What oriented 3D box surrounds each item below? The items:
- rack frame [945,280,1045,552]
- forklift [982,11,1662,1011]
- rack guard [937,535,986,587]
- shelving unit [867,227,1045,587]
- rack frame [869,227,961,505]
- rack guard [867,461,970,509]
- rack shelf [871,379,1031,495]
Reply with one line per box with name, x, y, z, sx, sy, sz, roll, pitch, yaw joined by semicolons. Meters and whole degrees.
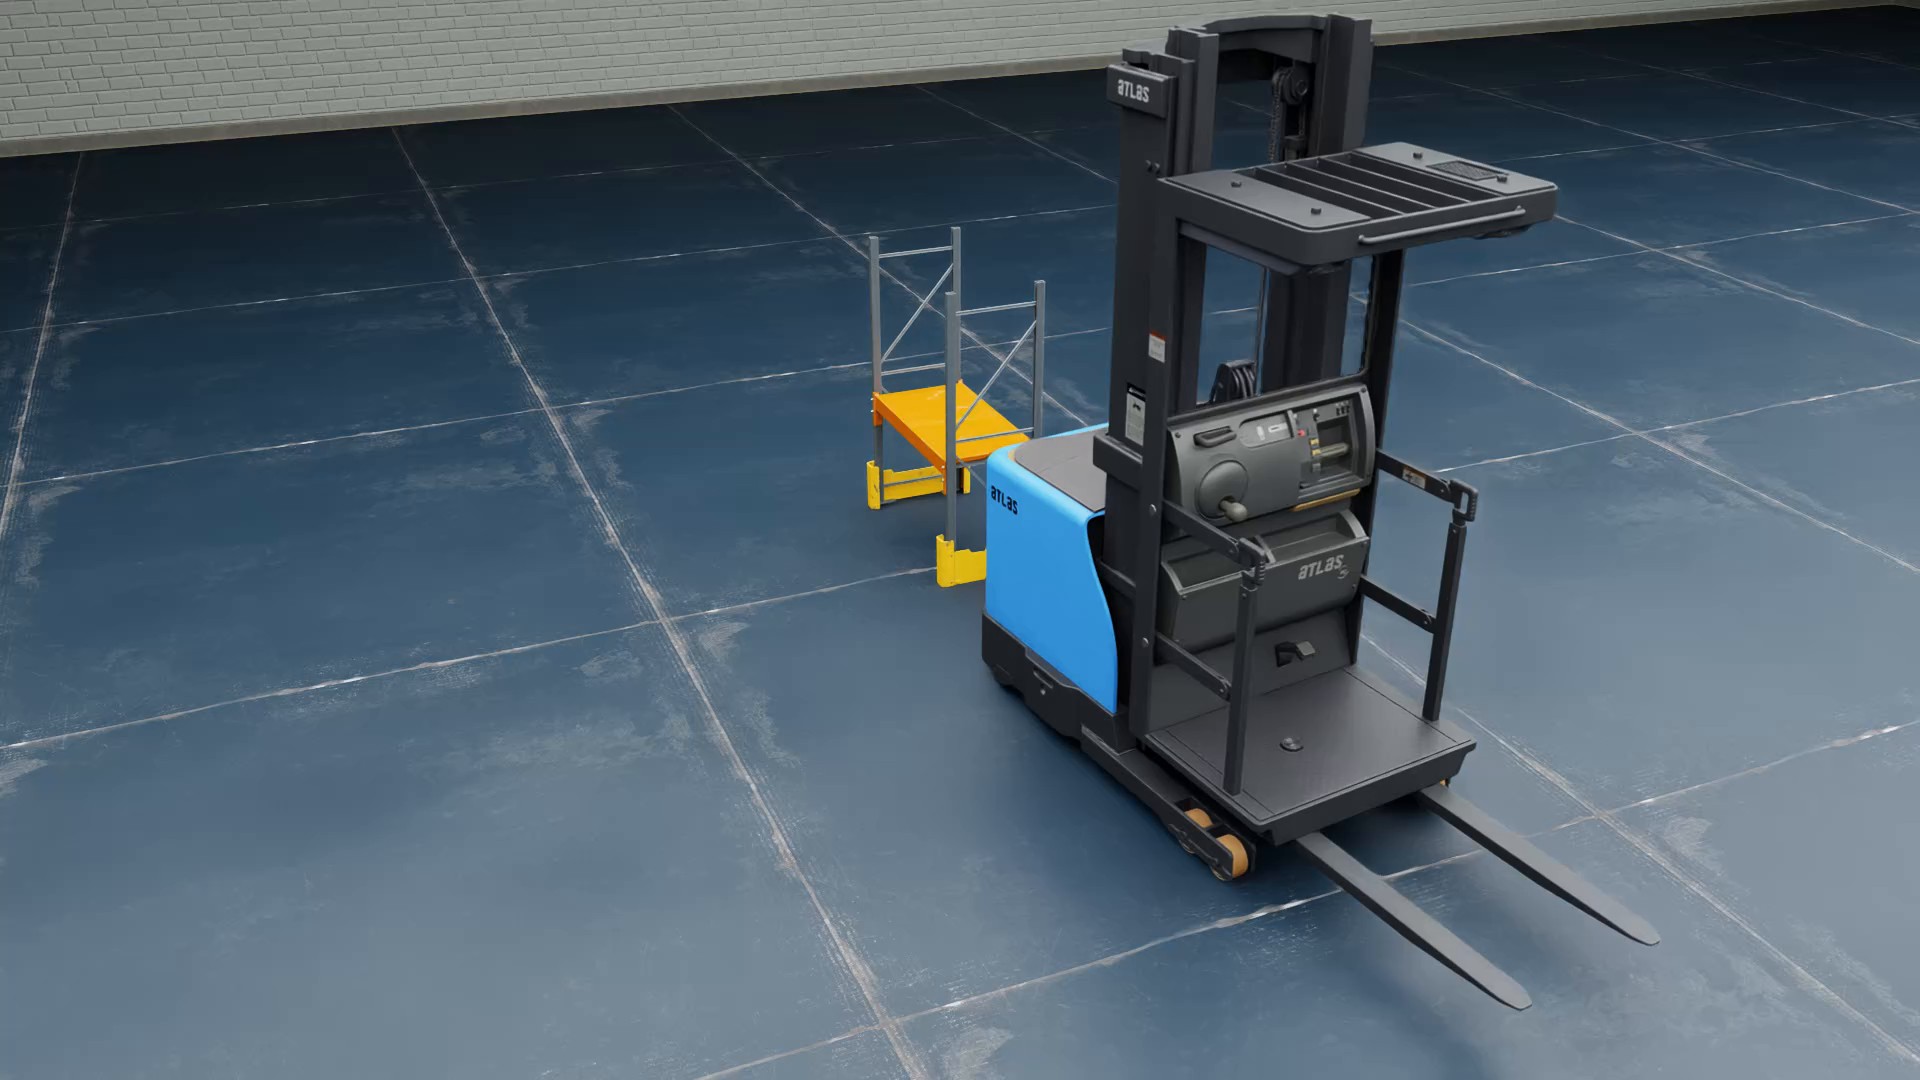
rack frame;0.166;-0.503;8.071;0.500;1.500;0.032;-11;28;-21
forklift;1.279;-0.288;5.998;1.130;2.935;3.031;-14;30;-27
rack guard;0.165;0.058;8.346;0.587;0.250;0.087;-11;28;-21
shelving unit;-0.030;-0.705;8.484;0.587;1.500;1.083;-11;28;-21
rack frame;-0.232;-0.914;8.912;0.500;1.500;0.032;-11;28;-21
rack guard;-0.225;-0.344;9.170;0.587;0.250;0.087;-11;28;-21
rack shelf;-0.033;-0.547;8.570;0.538;0.185;1.000;-11;28;-21
